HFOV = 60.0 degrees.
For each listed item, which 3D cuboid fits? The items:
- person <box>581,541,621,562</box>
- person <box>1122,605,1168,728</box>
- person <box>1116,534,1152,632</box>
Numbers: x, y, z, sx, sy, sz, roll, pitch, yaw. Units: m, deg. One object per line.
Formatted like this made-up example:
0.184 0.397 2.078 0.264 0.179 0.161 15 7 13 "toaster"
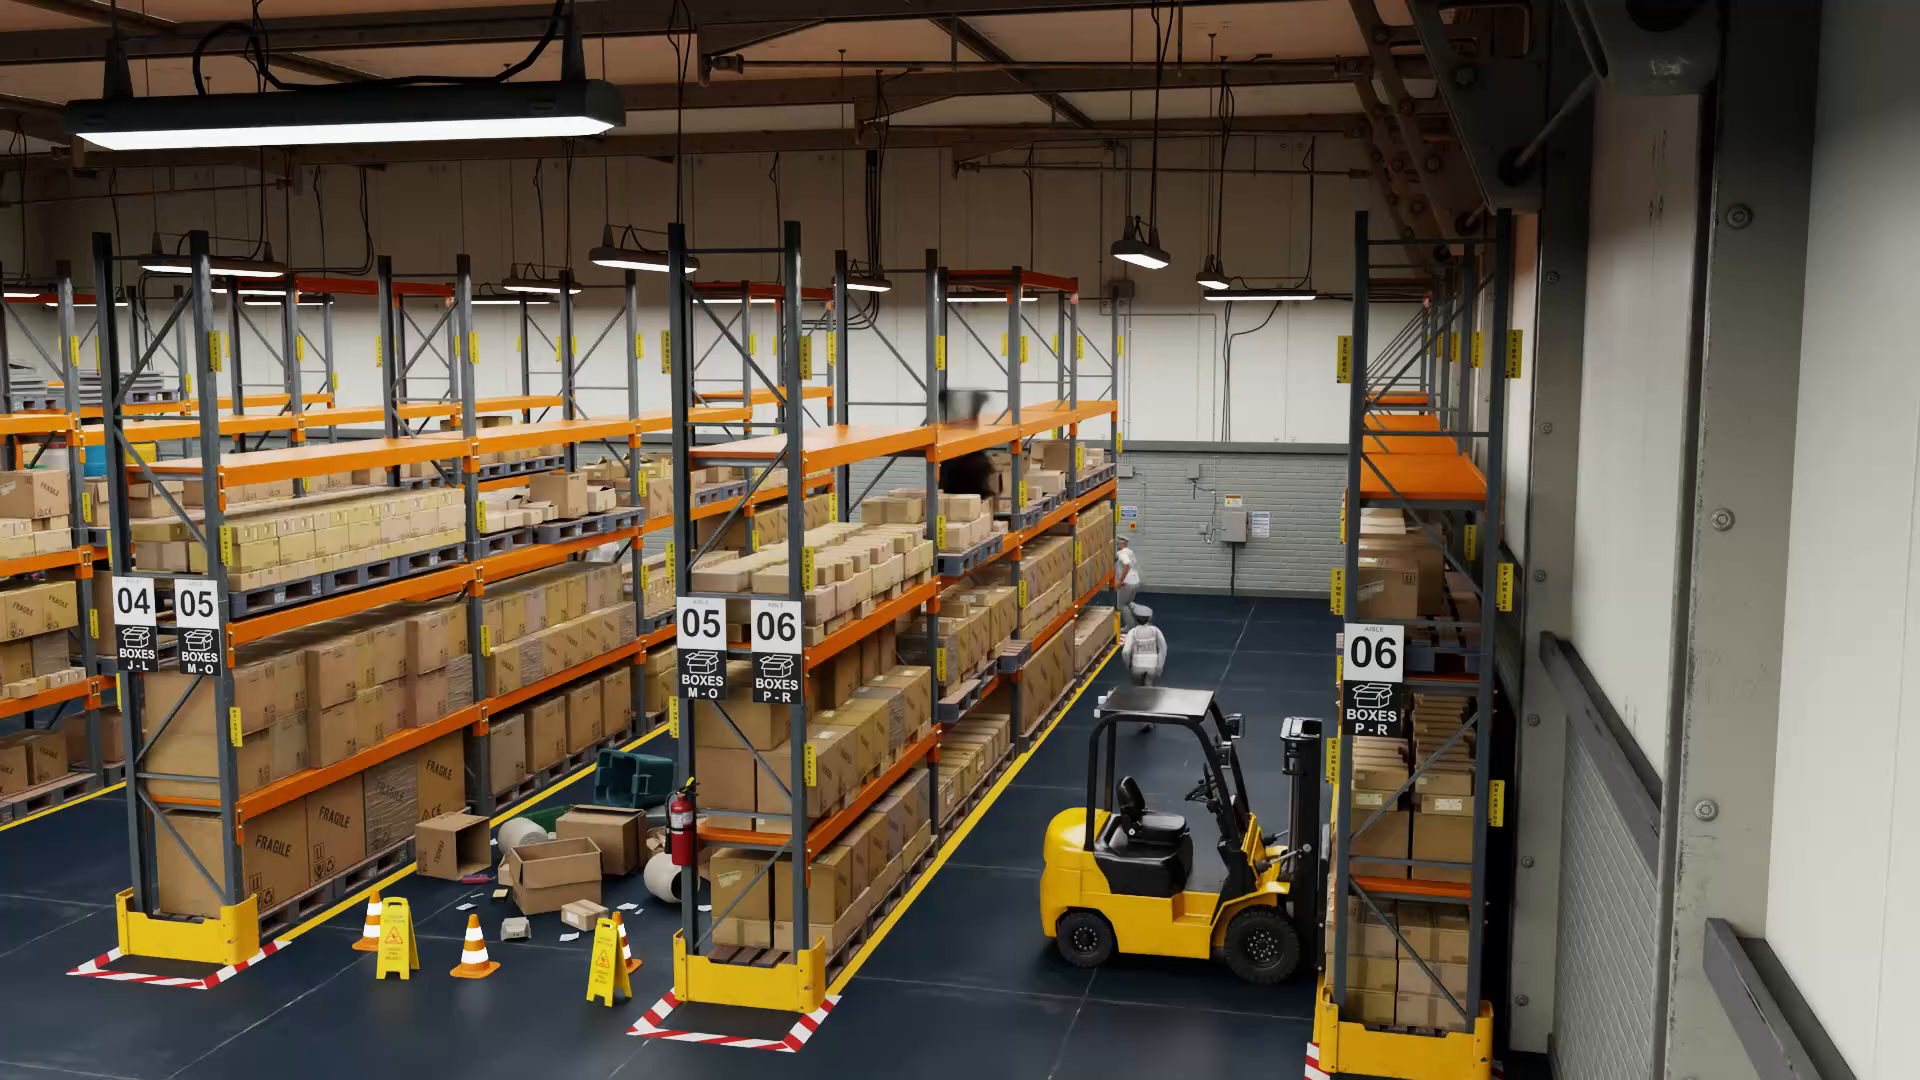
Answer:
-6.787 0.498 31.540 0.690 1.671 0.746 5 8 34 "person"
2.432 1.699 21.835 0.617 1.636 0.566 0 7 -3 "person"
3.018 0.777 29.146 0.641 1.743 0.687 3 8 26 "person"
